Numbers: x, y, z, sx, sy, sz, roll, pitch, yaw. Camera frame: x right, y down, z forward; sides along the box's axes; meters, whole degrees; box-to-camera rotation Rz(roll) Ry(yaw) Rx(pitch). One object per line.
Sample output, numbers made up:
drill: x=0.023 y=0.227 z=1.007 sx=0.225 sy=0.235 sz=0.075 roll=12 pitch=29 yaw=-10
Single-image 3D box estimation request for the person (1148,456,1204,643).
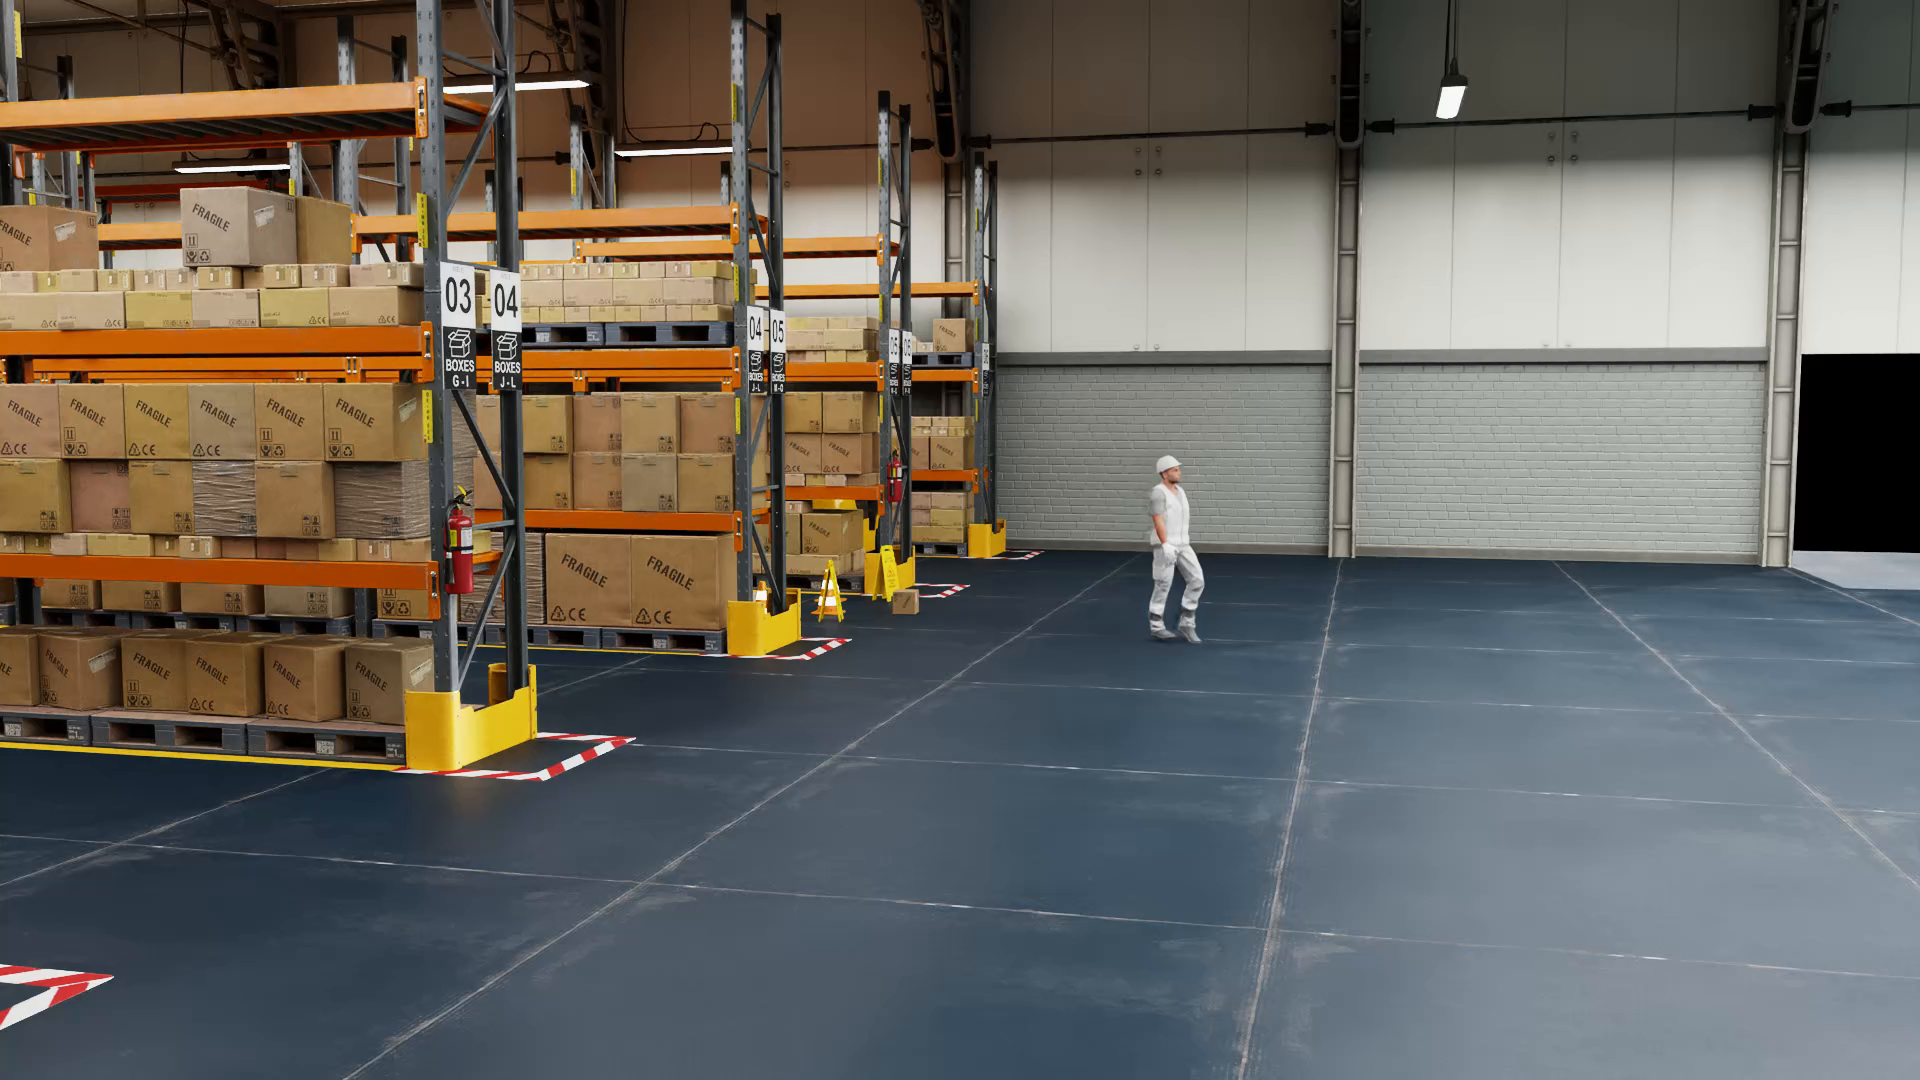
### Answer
person: x=2.063 y=0.105 z=16.094 sx=0.528 sy=1.839 sz=0.495 roll=-4 pitch=7 yaw=-43
